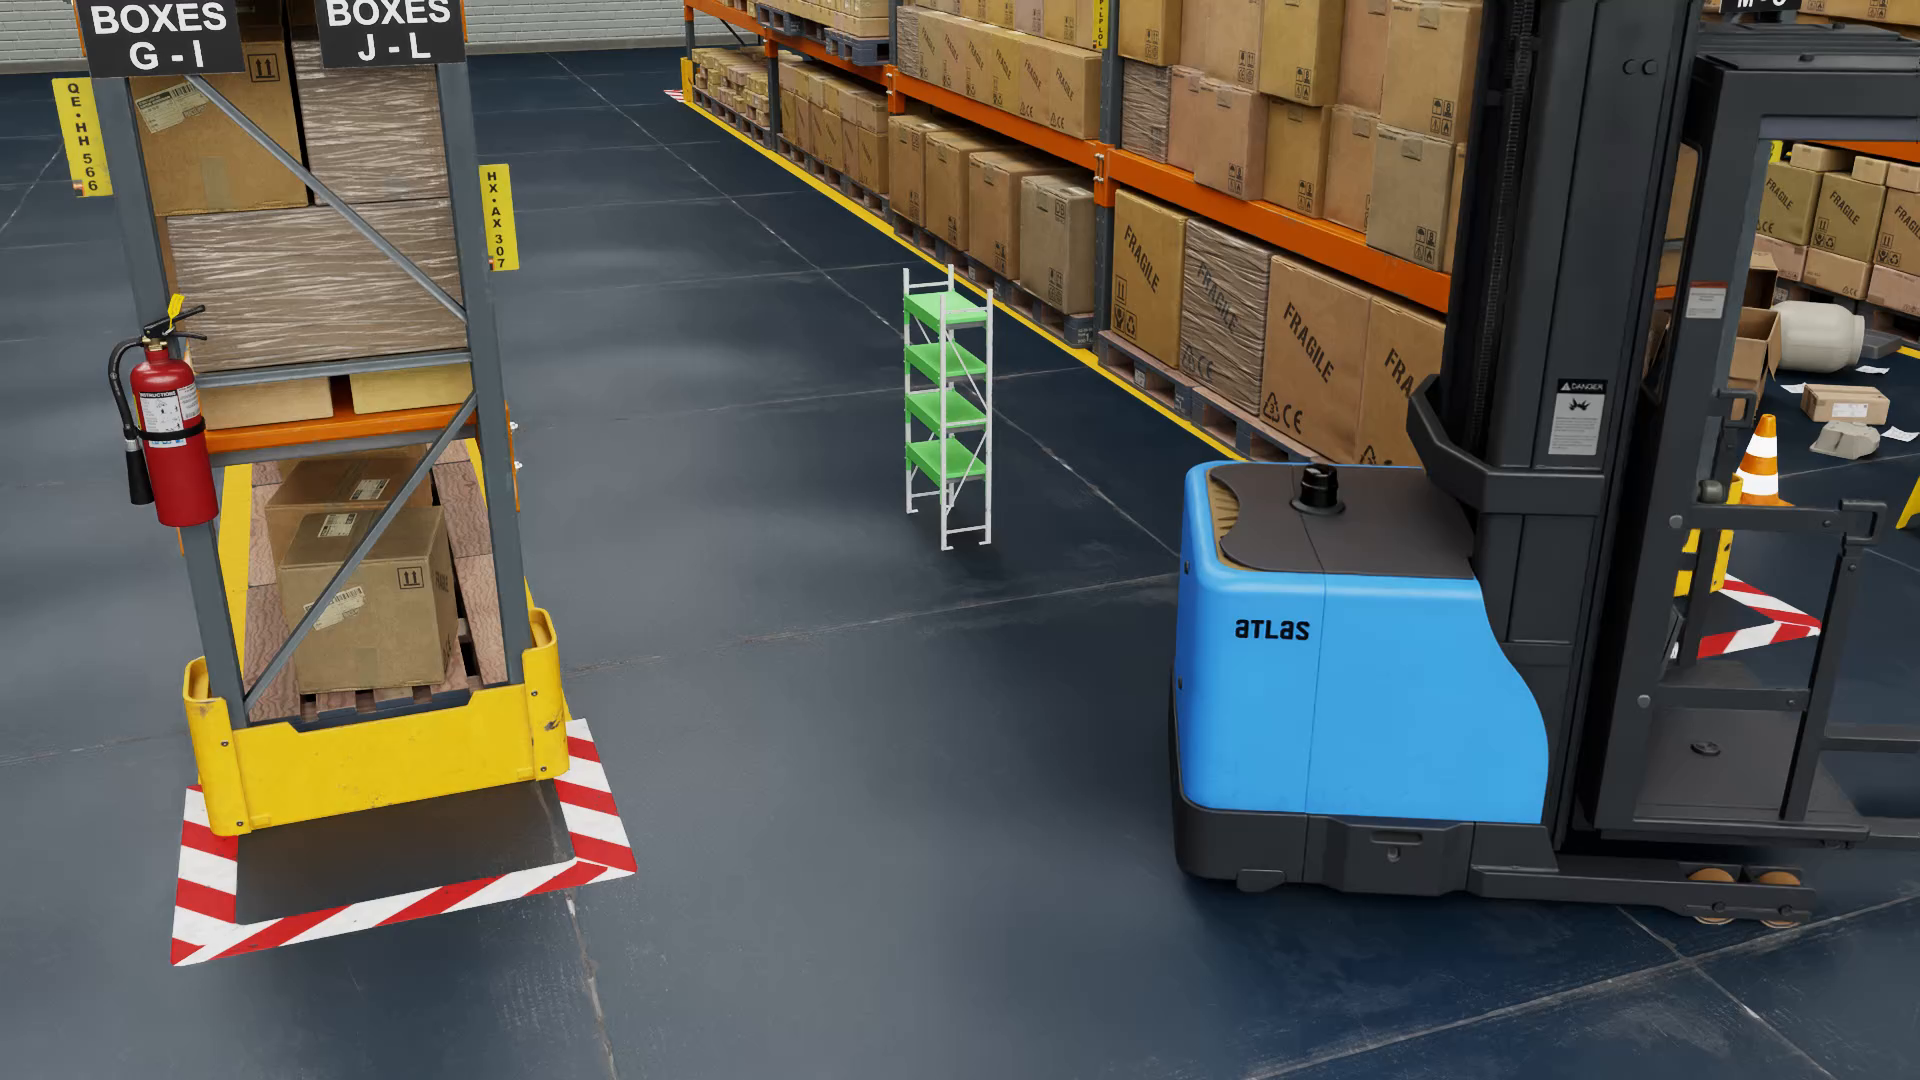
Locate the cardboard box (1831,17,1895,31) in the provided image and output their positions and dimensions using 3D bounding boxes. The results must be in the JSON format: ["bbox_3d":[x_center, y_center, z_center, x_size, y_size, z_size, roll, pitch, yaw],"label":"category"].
[{"bbox_3d":[6.017,-3.138,10.821,0.500,0.500,0.500,-8,24,-19],"label":"cardboard box"}]

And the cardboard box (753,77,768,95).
[{"bbox_3d":[-1.995,-4.858,17.778,0.380,0.149,0.250,-8,24,-18],"label":"cardboard box"}]

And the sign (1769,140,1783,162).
[{"bbox_3d":[3.262,-1.672,6.639,0.100,0.325,0.005,-8,24,-19],"label":"sign"}]

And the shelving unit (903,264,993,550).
[{"bbox_3d":[-0.058,-0.613,7.660,0.258,1.200,0.503,-8,24,-19],"label":"shelving unit"}]

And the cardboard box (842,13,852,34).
[{"bbox_3d":[-0.776,-4.354,14.001,0.380,0.149,0.250,-8,24,-19],"label":"cardboard box"}]

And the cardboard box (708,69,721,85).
[{"bbox_3d":[-2.764,-5.476,19.626,0.380,0.149,0.250,-8,24,-17],"label":"cardboard box"}]

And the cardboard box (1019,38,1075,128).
[{"bbox_3d":[0.715,-2.999,10.874,0.500,0.500,0.500,-9,24,-20],"label":"cardboard box"}]

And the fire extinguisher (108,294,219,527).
[{"bbox_3d":[-2.326,-0.379,4.886,0.296,0.674,0.183,-8,24,-19],"label":"fire extinguisher"}]

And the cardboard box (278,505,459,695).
[{"bbox_3d":[-2.140,0.210,6.067,0.500,0.500,0.500,-4,23,-9],"label":"cardboard box"}]

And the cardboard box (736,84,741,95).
[{"bbox_3d":[-2.306,-5.097,18.728,0.380,0.149,0.250,-10,25,-21],"label":"cardboard box"}]

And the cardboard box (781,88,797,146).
[{"bbox_3d":[-1.485,-4.260,16.673,0.500,0.500,0.500,-7,24,-17],"label":"cardboard box"}]

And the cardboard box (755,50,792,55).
[{"bbox_3d":[-2.242,-5.797,20.006,0.380,0.149,0.250,-9,24,-20],"label":"cardboard box"}]

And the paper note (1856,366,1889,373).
[{"bbox_3d":[5.599,-1.049,10.200,0.142,0.019,0.148,-18,29,-37],"label":"paper note"}]

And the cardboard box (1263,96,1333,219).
[{"bbox_3d":[2.046,-1.965,8.357,0.875,0.550,0.500,-8,24,-19],"label":"cardboard box"}]

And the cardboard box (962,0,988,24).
[{"bbox_3d":[0.427,-4.042,12.063,0.700,0.500,0.500,-9,24,-20],"label":"cardboard box"}]

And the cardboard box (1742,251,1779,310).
[{"bbox_3d":[5.028,-1.605,10.912,0.500,0.500,0.500,8,24,18],"label":"cardboard box"}]

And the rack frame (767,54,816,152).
[{"bbox_3d":[-1.498,-5.523,16.992,1.000,3.000,0.127,-8,24,-19],"label":"rack frame"}]

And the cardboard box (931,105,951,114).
[{"bbox_3d":[-0.102,-3.741,14.475,0.500,0.250,0.500,-9,25,-21],"label":"cardboard box"}]

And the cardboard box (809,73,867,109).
[{"bbox_3d":[-1.118,-4.226,15.628,0.500,0.250,0.500,-7,24,-17],"label":"cardboard box"}]

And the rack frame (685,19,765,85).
[{"bbox_3d":[-2.911,-6.976,20.440,1.000,3.000,0.127,-8,24,-19],"label":"rack frame"}]

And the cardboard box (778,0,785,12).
[{"bbox_3d":[-1.514,-5.112,15.799,0.380,0.149,0.250,-8,24,-18],"label":"cardboard box"}]

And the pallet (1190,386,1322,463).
[{"bbox_3d":[1.958,-0.600,8.902,1.003,0.211,1.213,-8,24,-19],"label":"pallet"}]

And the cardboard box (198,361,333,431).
[{"bbox_3d":[-2.229,-0.479,5.347,0.380,0.149,0.250,-8,24,-19],"label":"cardboard box"}]

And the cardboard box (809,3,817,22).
[{"bbox_3d":[-1.138,-4.730,14.894,0.380,0.149,0.250,-8,24,-17],"label":"cardboard box"}]

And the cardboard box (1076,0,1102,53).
[{"bbox_3d":[1.147,-3.303,10.308,0.700,0.500,0.500,-9,24,-20],"label":"cardboard box"}]

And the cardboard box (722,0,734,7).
[{"bbox_3d":[-2.438,-6.037,18.535,0.380,0.149,0.250,-8,24,-18],"label":"cardboard box"}]

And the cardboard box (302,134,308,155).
[{"bbox_3d":[-2.529,-1.259,6.362,0.875,0.500,0.500,-8,24,-19],"label":"cardboard box"}]

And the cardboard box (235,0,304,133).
[{"bbox_3d":[-2.886,-1.875,6.537,0.500,0.500,0.500,-8,24,-19],"label":"cardboard box"}]

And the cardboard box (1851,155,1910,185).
[{"bbox_3d":[6.050,-2.412,10.808,0.380,0.149,0.250,-7,24,-17],"label":"cardboard box"}]

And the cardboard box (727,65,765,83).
[{"bbox_3d":[-2.397,-5.234,18.671,0.380,0.149,0.250,-9,25,-21],"label":"cardboard box"}]

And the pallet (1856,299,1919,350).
[{"bbox_3d":[6.628,-1.364,10.715,1.003,0.211,1.213,-8,24,-19],"label":"pallet"}]

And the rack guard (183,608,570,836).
[{"bbox_3d":[-1.962,0.605,5.671,1.175,0.500,0.348,-8,24,-19],"label":"rack guard"}]

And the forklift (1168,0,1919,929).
[{"bbox_3d":[2.221,-0.402,4.929,3.031,2.935,1.130,2,23,5],"label":"forklift"}]

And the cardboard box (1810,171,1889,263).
[{"bbox_3d":[6.079,-2.160,11.046,0.500,0.500,0.500,-7,24,-17],"label":"cardboard box"}]

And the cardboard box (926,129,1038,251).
[{"bbox_3d":[0.358,-2.676,12.592,1.050,0.750,0.750,-8,24,-18],"label":"cardboard box"}]

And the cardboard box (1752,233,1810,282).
[{"bbox_3d":[5.879,-2.007,11.650,0.500,0.250,0.500,-10,25,-21],"label":"cardboard box"}]

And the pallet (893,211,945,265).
[{"bbox_3d":[0.123,-2.488,13.381,1.003,0.211,1.213,-8,24,-19],"label":"pallet"}]

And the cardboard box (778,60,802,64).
[{"bbox_3d":[-1.954,-5.402,19.069,0.380,0.149,0.250,-8,24,-19],"label":"cardboard box"}]

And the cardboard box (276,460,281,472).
[{"bbox_3d":[-3.035,-0.656,8.123,0.500,0.500,0.500,-1,23,-2],"label":"cardboard box"}]

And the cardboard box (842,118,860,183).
[{"bbox_3d":[-0.742,-3.504,14.879,0.500,0.500,0.500,-7,24,-17],"label":"cardboard box"}]

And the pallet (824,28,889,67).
[{"bbox_3d":[-0.437,-4.226,14.161,1.213,0.211,1.003,-8,24,-19],"label":"pallet"}]

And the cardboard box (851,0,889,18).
[{"bbox_3d":[-0.686,-4.402,13.731,0.380,0.149,0.250,-8,24,-18],"label":"cardboard box"}]

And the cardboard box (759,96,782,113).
[{"bbox_3d":[-1.907,-4.611,17.574,0.380,0.149,0.250,-8,24,-18],"label":"cardboard box"}]

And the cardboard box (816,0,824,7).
[{"bbox_3d":[-1.051,-4.775,14.618,0.380,0.149,0.250,-9,24,-19],"label":"cardboard box"}]

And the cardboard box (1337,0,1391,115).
[{"bbox_3d":[2.295,-2.279,7.712,0.875,0.550,0.550,-8,24,-19],"label":"cardboard box"}]

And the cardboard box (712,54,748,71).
[{"bbox_3d":[-2.700,-5.622,19.590,0.380,0.149,0.250,-10,25,-22],"label":"cardboard box"}]

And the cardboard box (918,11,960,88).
[{"bbox_3d":[0.003,-3.731,12.612,0.500,0.500,0.500,-9,24,-19],"label":"cardboard box"}]

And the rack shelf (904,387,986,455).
[{"bbox_3d":[-0.058,-0.554,7.684,0.258,0.148,0.480,-8,24,-19],"label":"rack shelf"}]

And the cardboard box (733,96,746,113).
[{"bbox_3d":[-2.321,-4.875,18.583,0.380,0.149,0.250,-8,24,-19],"label":"cardboard box"}]

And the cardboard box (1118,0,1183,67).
[{"bbox_3d":[1.426,-3.044,9.527,0.875,0.550,0.550,-8,24,-19],"label":"cardboard box"}]

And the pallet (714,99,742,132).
[{"bbox_3d":[-2.204,-4.921,19.154,1.003,0.211,1.213,-8,24,-19],"label":"pallet"}]

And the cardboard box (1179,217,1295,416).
[{"bbox_3d":[1.806,-1.266,9.086,0.875,0.875,0.875,-8,24,-19],"label":"cardboard box"}]

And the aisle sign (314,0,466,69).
[{"bbox_3d":[-1.633,-1.736,4.659,0.394,0.787,0.004,-8,24,-19],"label":"aisle sign"}]

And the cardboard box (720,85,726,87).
[{"bbox_3d":[-2.596,-5.261,19.501,0.380,0.149,0.250,-8,24,-19],"label":"cardboard box"}]

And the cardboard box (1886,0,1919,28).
[{"bbox_3d":[6.188,-3.412,10.183,0.700,0.500,0.500,-9,24,-20],"label":"cardboard box"}]

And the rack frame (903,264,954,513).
[{"bbox_3d":[-0.145,-0.702,7.870,0.240,1.200,0.015,-8,24,-19],"label":"rack frame"}]

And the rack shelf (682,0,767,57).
[{"bbox_3d":[-2.205,-5.918,18.856,1.077,0.370,4.000,-8,24,-19],"label":"rack shelf"}]

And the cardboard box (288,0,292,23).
[{"bbox_3d":[-2.405,-1.945,6.704,0.500,0.500,0.500,-8,24,-19],"label":"cardboard box"}]
